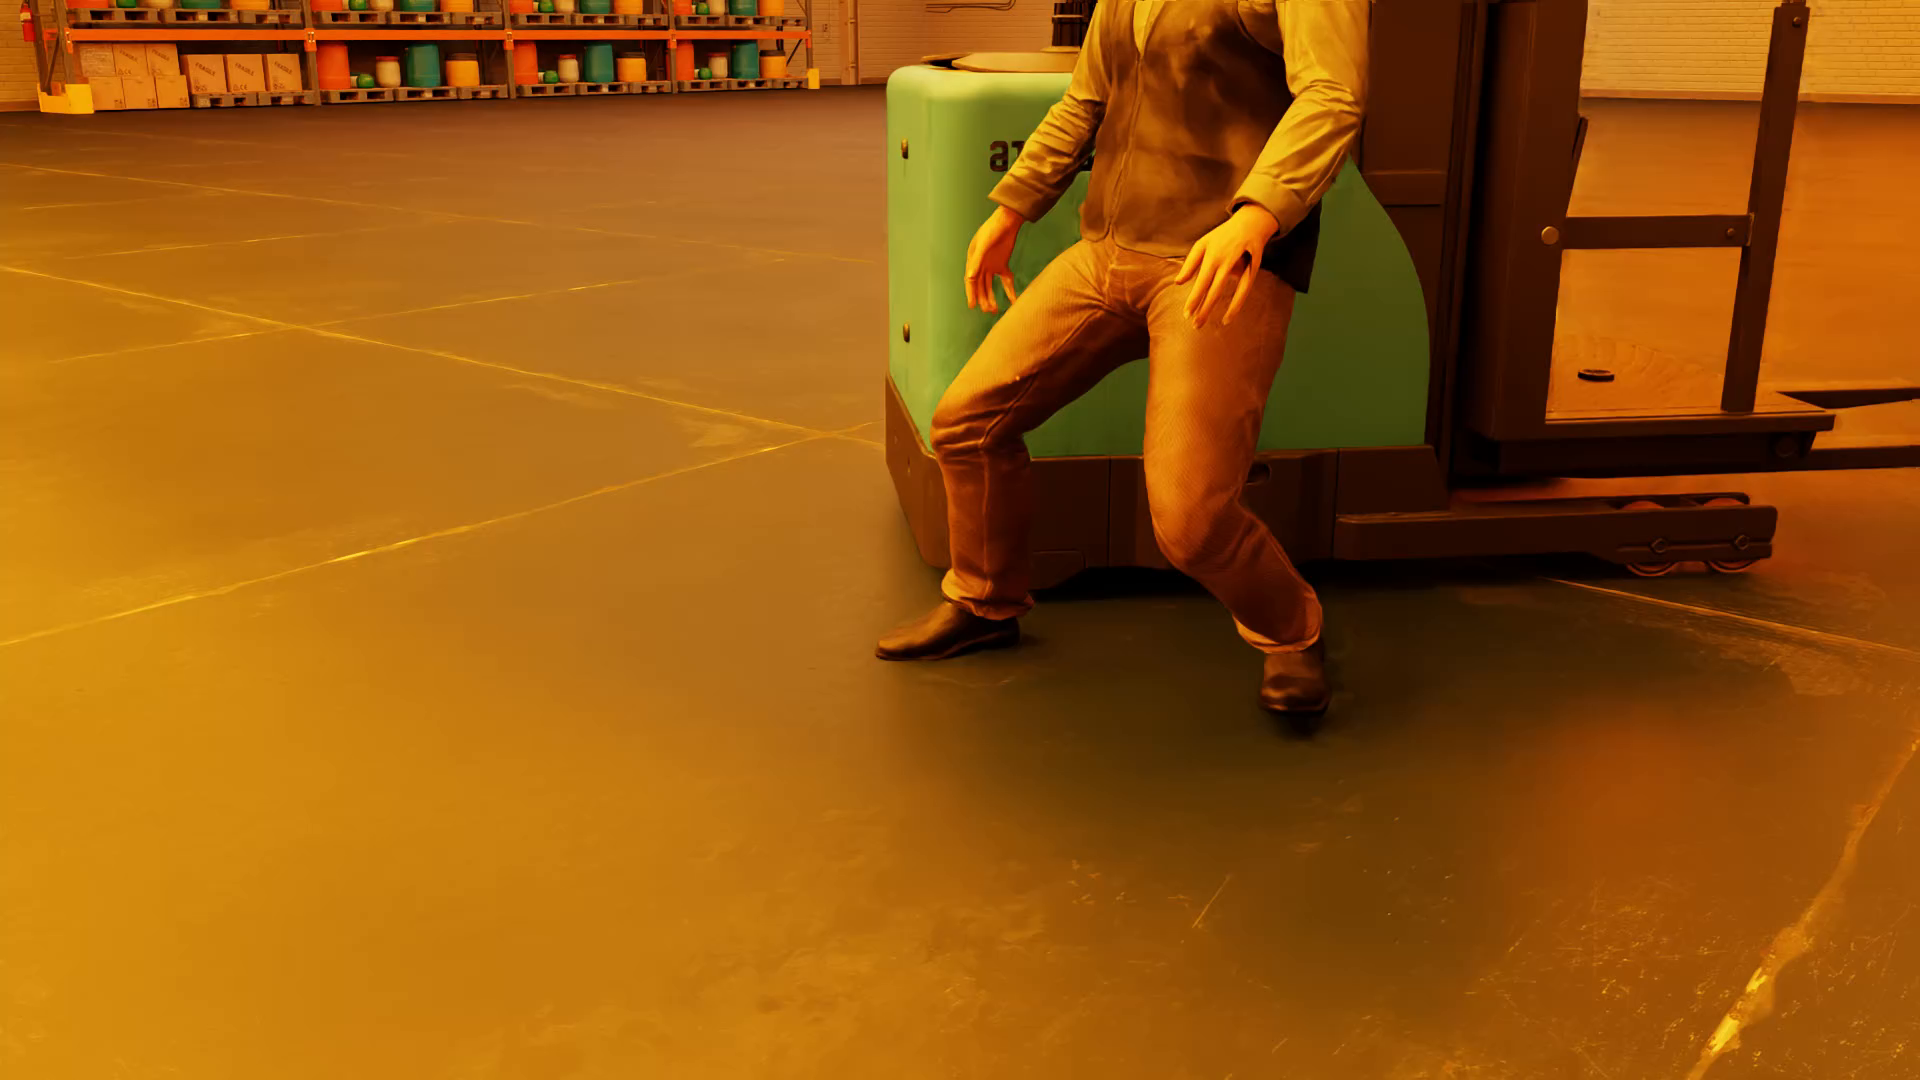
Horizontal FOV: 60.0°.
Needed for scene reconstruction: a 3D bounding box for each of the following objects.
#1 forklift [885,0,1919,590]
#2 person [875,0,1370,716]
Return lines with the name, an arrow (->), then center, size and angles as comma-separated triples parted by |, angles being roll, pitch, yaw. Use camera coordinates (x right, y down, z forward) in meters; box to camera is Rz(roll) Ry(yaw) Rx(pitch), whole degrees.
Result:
forklift -> 1.366, -1.471, 3.740 | 3.031, 2.935, 1.130 | -2, 17, -7
person -> 0.299, -0.485, 2.814 | 0.630, 1.610, 0.851 | -10, 19, -29
